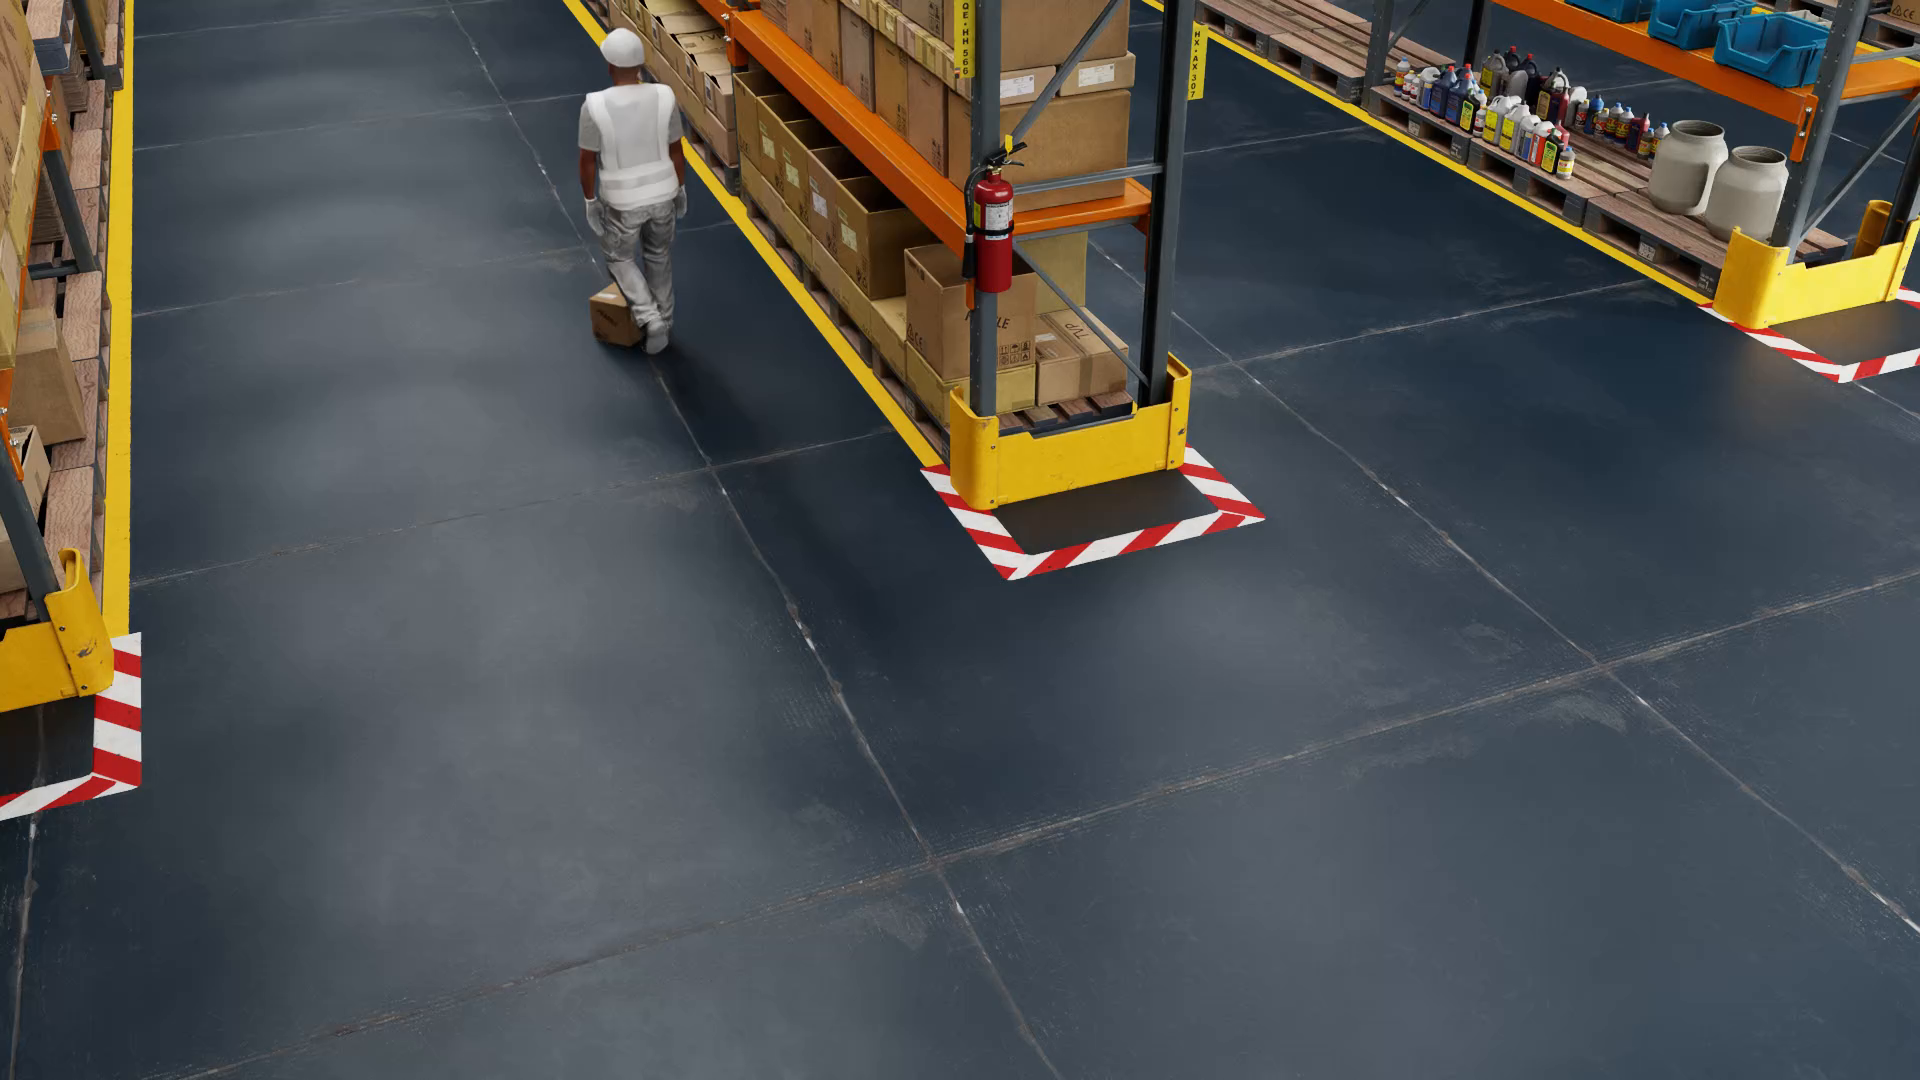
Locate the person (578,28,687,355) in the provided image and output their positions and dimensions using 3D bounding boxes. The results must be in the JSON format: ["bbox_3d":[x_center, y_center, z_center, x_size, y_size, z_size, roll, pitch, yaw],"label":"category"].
[{"bbox_3d":[-1.720,-1.820,8.871,0.574,1.771,0.710,-15,36,-21],"label":"person"}]
